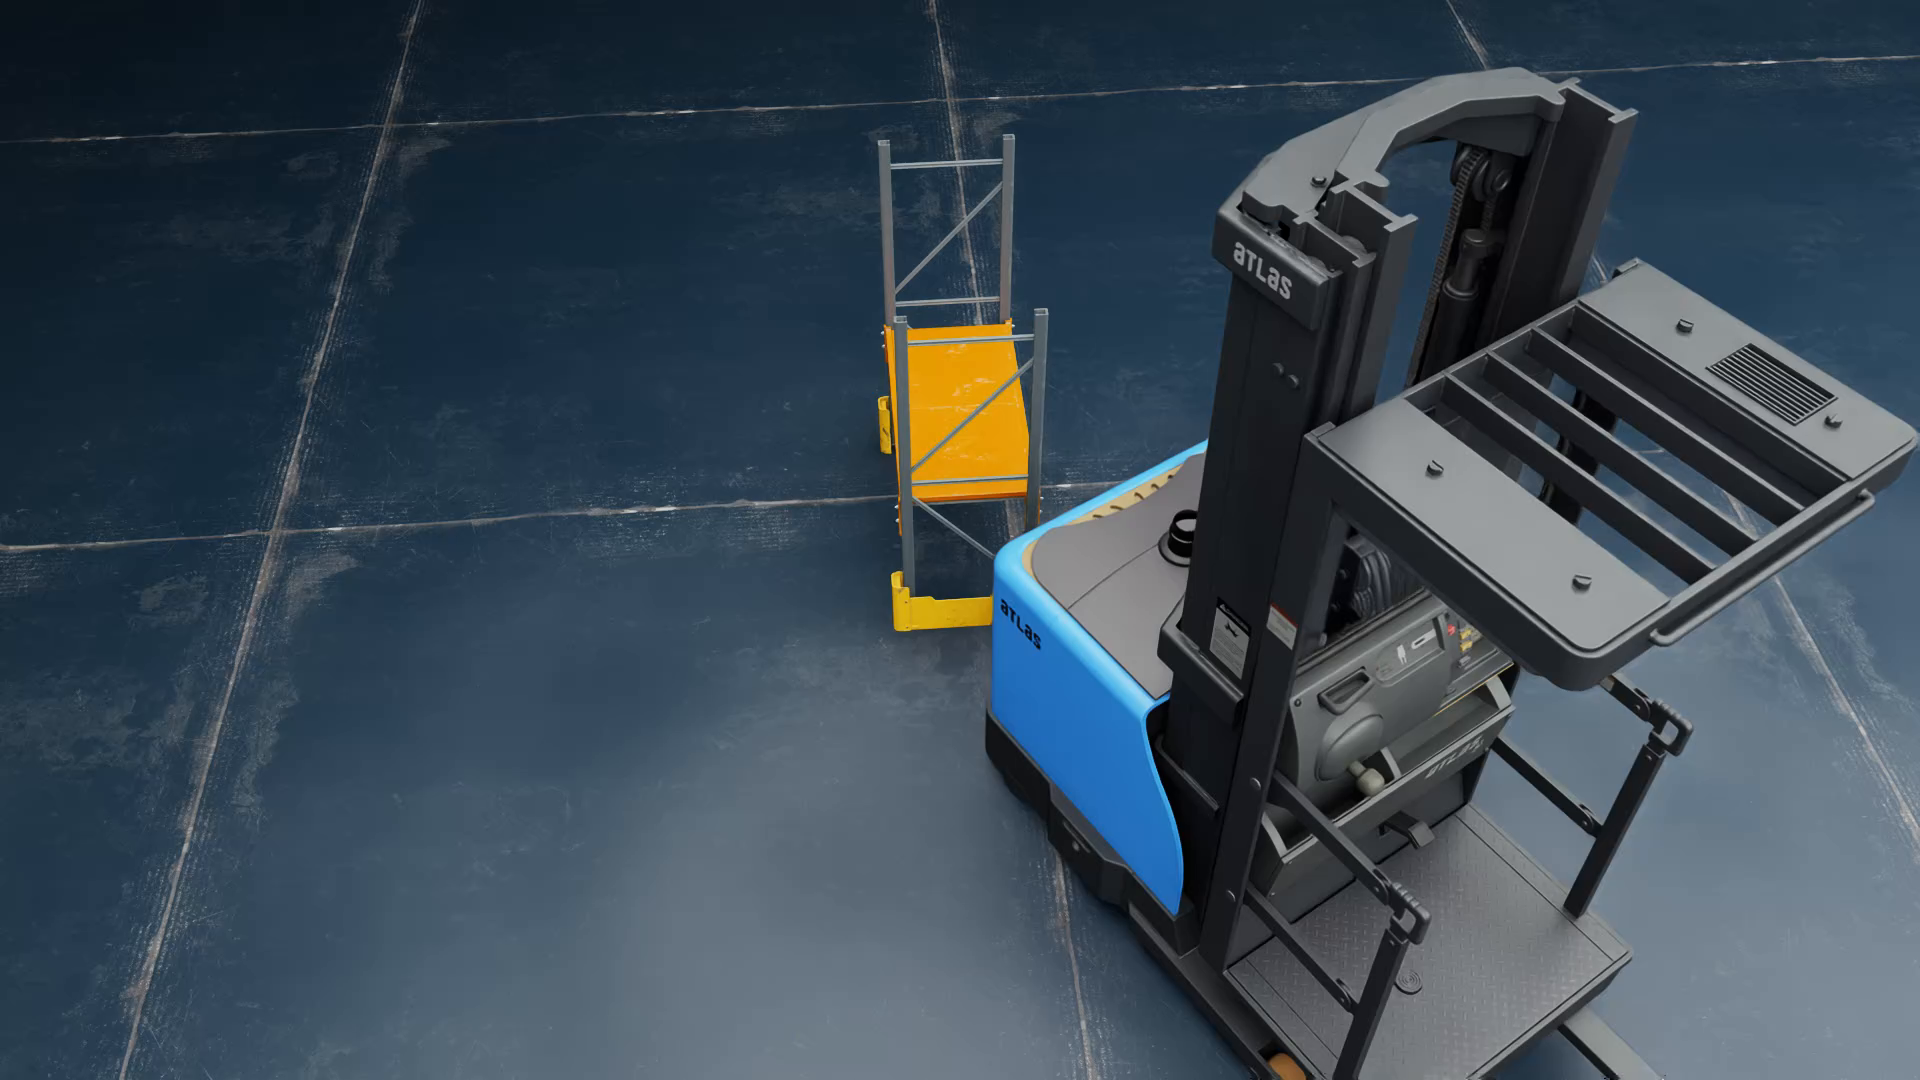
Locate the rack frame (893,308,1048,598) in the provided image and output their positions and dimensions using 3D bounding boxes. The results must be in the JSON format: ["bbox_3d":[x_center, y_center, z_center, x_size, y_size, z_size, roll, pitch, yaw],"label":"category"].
[{"bbox_3d":[0.035,-0.210,5.916,0.500,1.500,0.032,-3,47,-3],"label":"rack frame"}]

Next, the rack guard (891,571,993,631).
[{"bbox_3d":[0.035,0.219,6.370,0.587,0.250,0.087,-3,47,-3],"label":"rack guard"}]

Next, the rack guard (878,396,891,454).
[{"bbox_3d":[-0.048,-0.501,7.053,0.587,0.250,0.087,-3,47,-3],"label":"rack guard"}]

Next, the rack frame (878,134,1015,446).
[{"bbox_3d":[-0.050,-0.945,6.612,0.500,1.500,0.032,-3,47,-3],"label":"rack frame"}]

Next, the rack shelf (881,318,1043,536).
[{"bbox_3d":[-0.007,-0.454,6.395,0.538,0.185,1.000,-3,47,-3],"label":"rack shelf"}]

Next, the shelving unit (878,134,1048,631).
[{"bbox_3d":[-0.006,-0.571,6.258,0.587,1.500,1.083,-3,47,-3],"label":"shelving unit"}]

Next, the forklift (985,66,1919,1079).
[{"bbox_3d":[1.349,0.438,4.316,1.130,2.935,3.031,-27,52,-23],"label":"forklift"}]
